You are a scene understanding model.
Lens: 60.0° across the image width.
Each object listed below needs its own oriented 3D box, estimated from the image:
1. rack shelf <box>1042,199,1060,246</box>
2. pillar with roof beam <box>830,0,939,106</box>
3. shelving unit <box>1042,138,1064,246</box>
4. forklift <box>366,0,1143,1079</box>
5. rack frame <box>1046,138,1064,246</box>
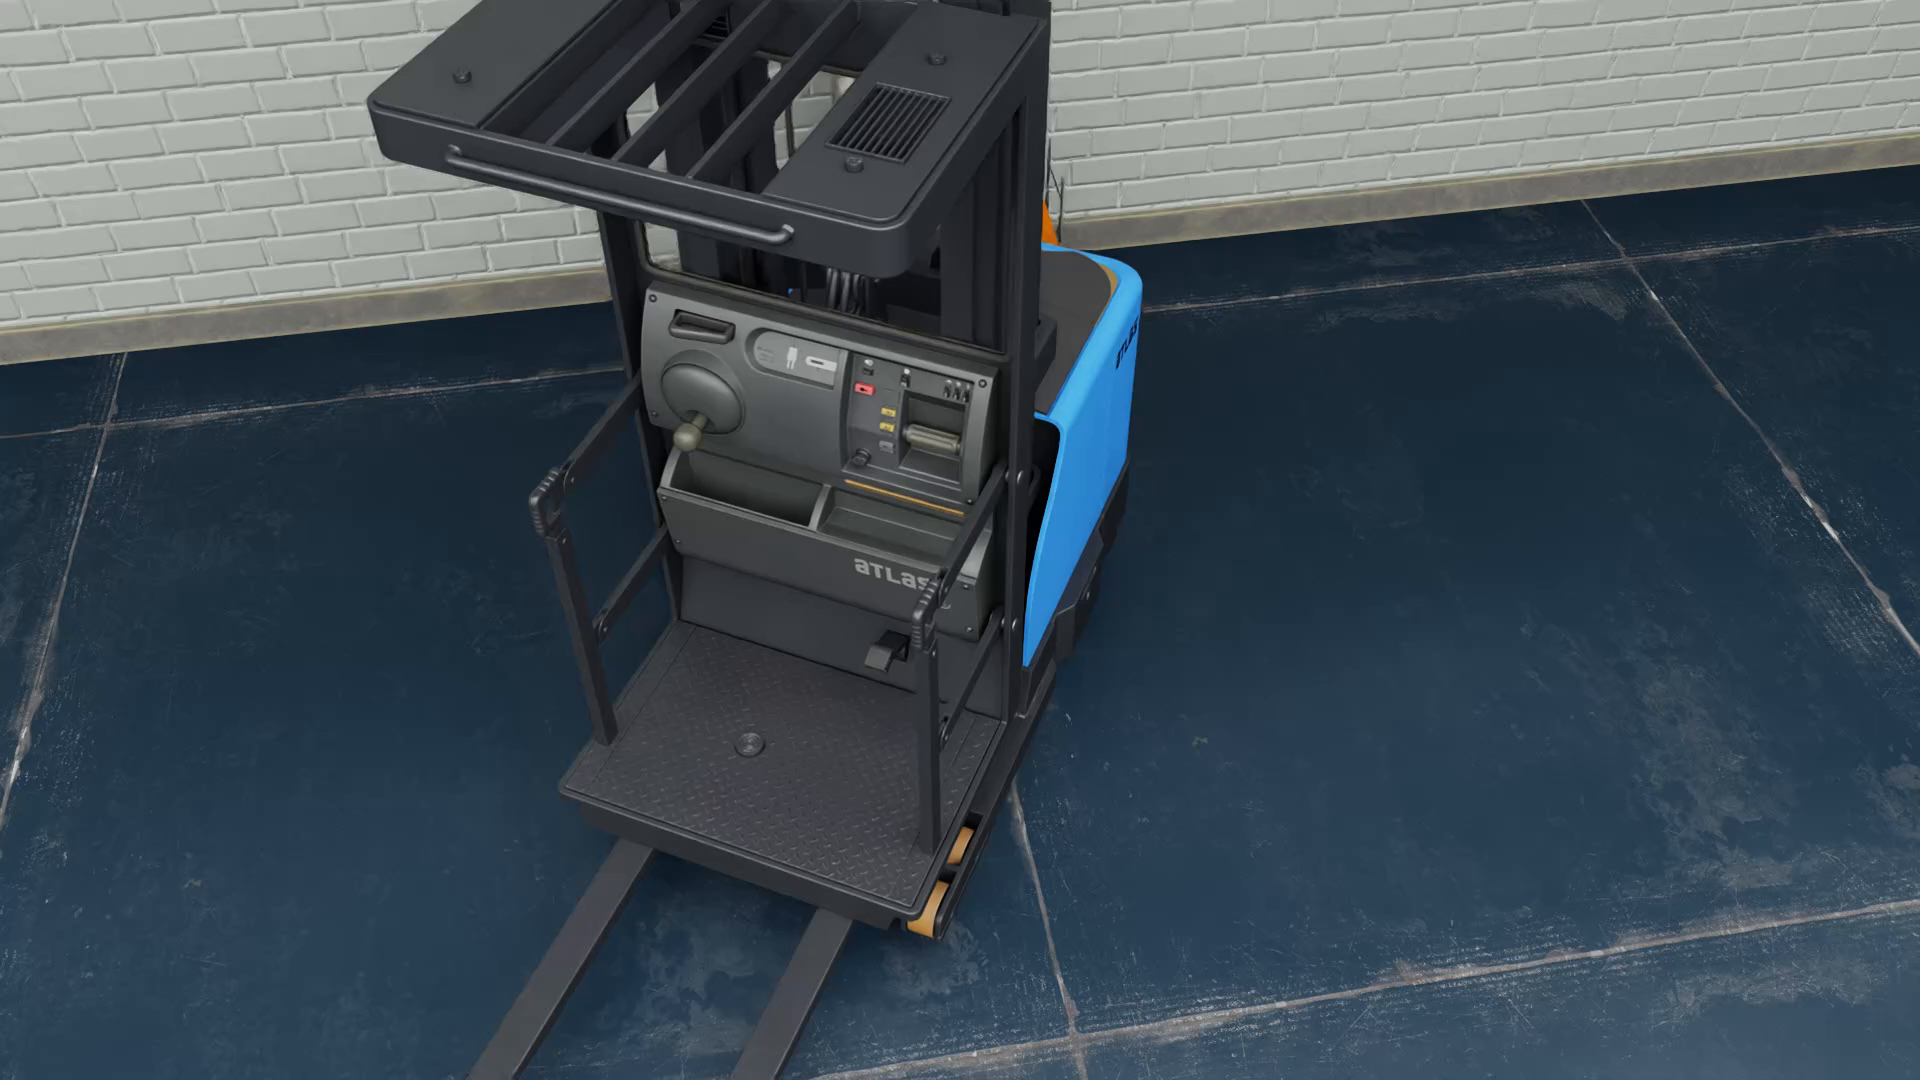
[{"bbox_3d":[0.213,-0.992,5.435,0.180,0.103,0.258,-6,46,-6],"label":"rack shelf"},{"bbox_3d":[0.477,-1.083,0.545,0.400,9.000,9.100,-7,46,-7],"label":"pillar with roof beam"},{"bbox_3d":[0.213,-0.773,5.662,0.189,1.200,0.258,-6,46,-6],"label":"shelving unit"},{"bbox_3d":[-0.441,-0.254,3.960,1.130,2.935,3.031,16,48,15],"label":"forklift"},{"bbox_3d":[0.304,-0.783,5.671,0.006,1.200,0.240,-6,46,-6],"label":"rack frame"}]
